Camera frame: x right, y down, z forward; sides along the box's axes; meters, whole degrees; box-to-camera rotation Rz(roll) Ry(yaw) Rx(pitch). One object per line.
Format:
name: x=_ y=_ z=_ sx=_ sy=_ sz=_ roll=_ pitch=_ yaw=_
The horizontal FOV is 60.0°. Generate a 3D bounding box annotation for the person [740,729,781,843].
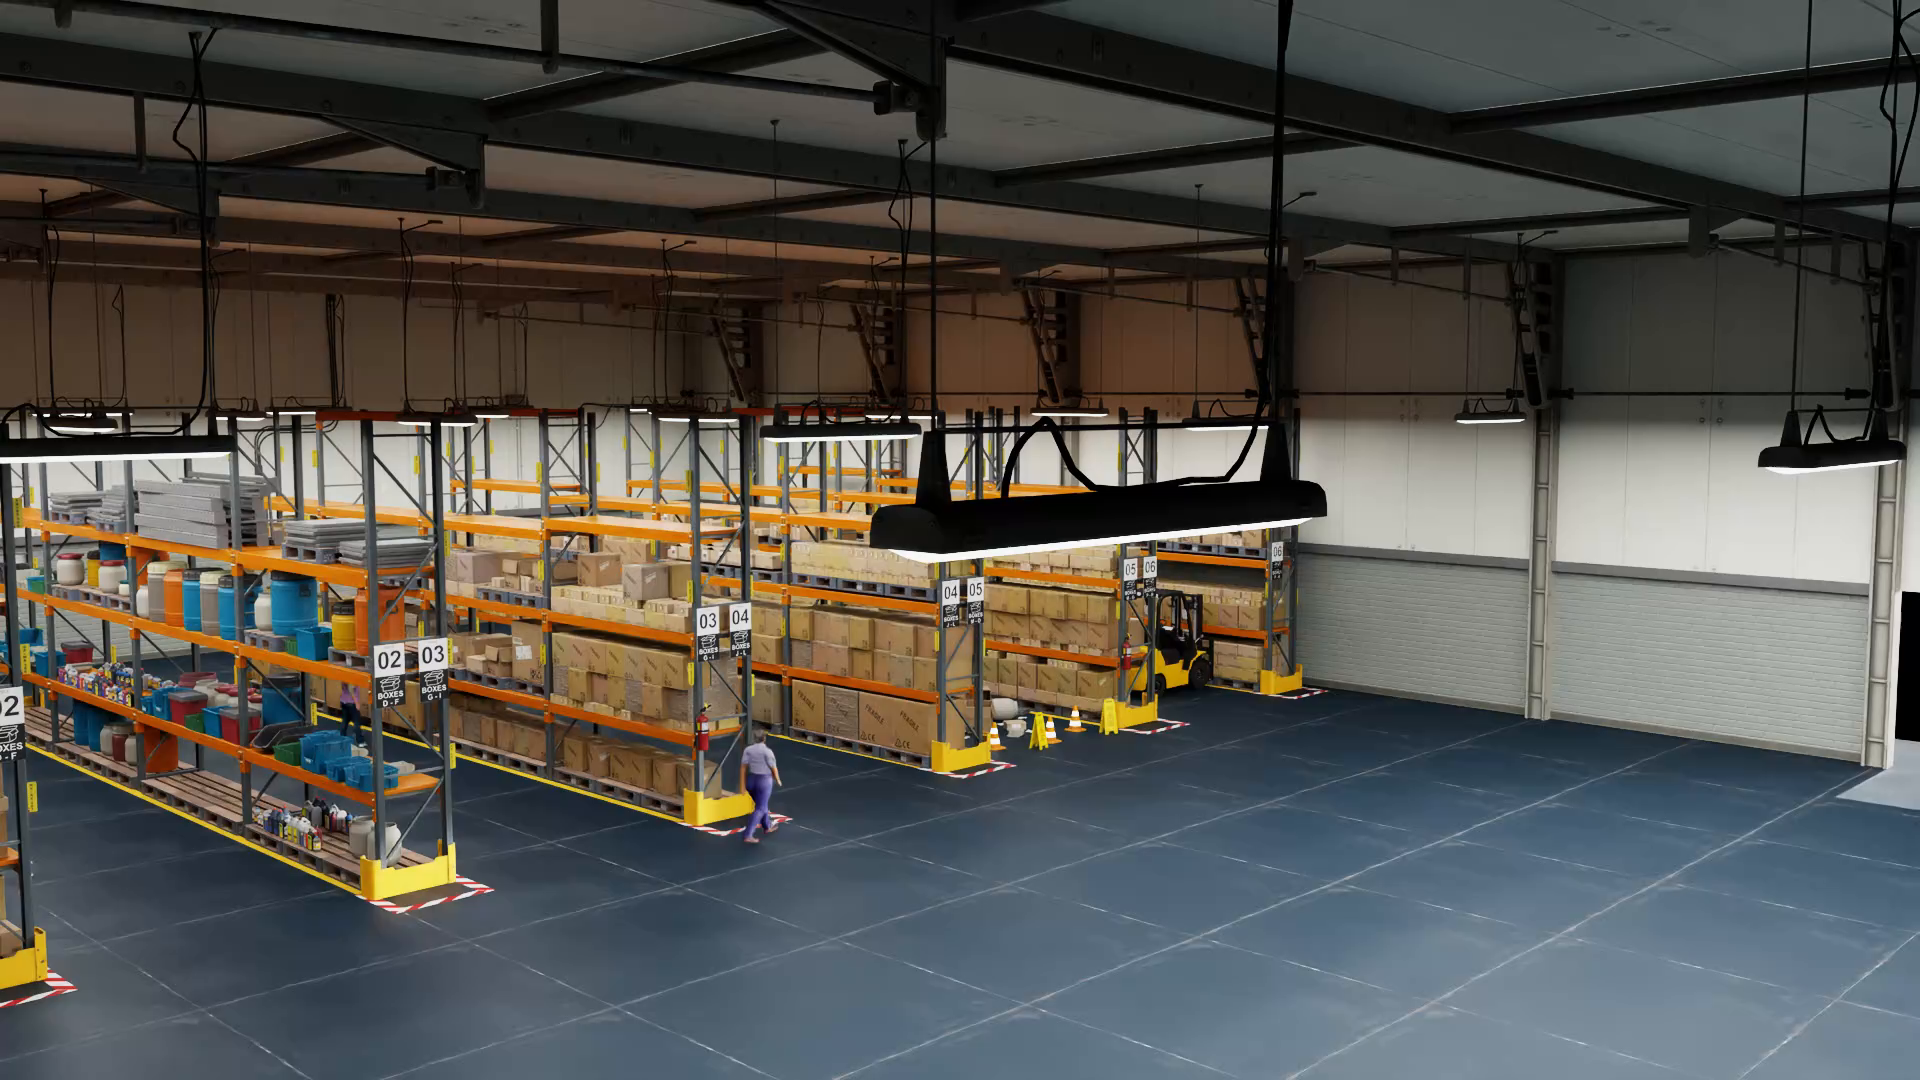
person: x=-2.797 y=3.440 z=23.502 sx=0.507 sy=1.588 sz=1.010 roll=3 pitch=6 yaw=31

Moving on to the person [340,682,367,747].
person: x=-10.828 y=2.904 z=29.655 sx=0.485 sy=1.594 sz=0.403 roll=4 pitch=6 yaw=37
